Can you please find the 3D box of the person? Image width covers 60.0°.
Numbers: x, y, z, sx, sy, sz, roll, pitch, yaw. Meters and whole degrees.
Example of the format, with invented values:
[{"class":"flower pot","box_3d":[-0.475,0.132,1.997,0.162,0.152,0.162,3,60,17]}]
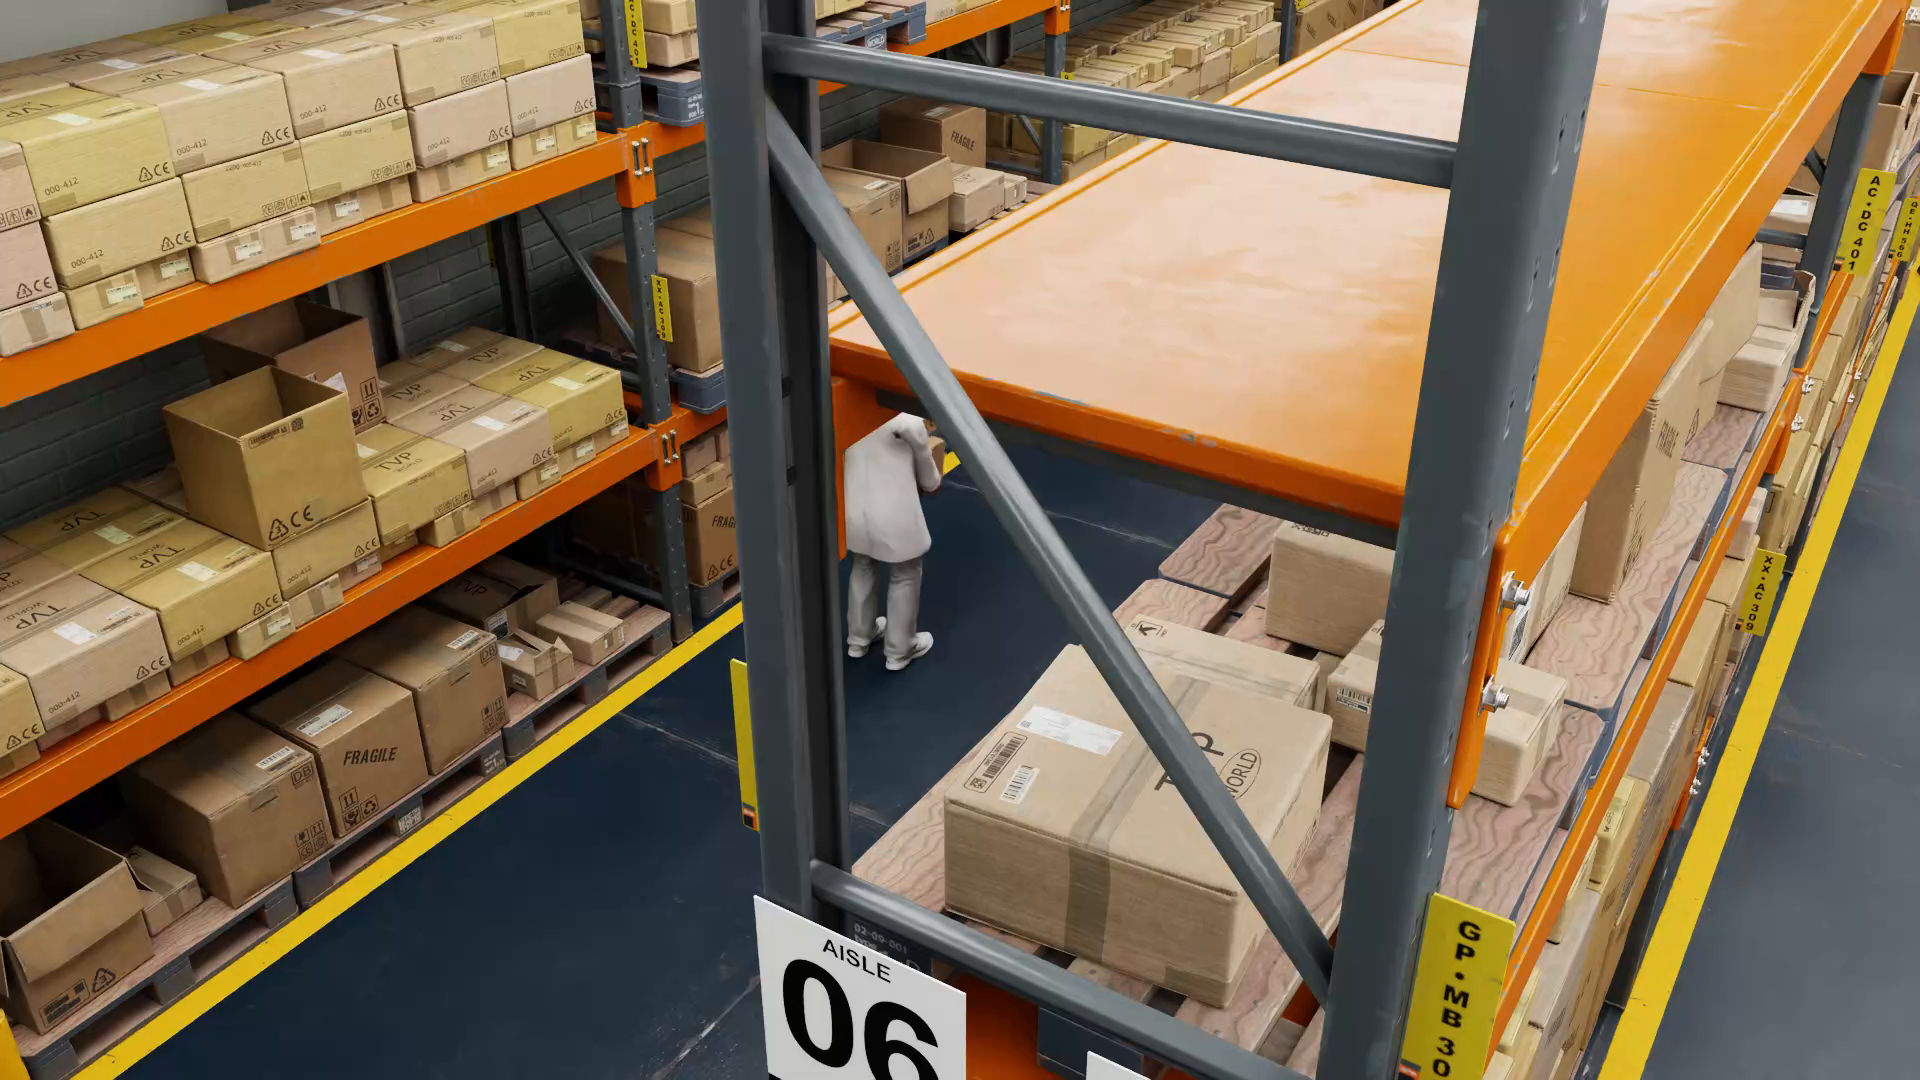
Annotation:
[{"class":"person","box_3d":[-0.345,-0.213,8.580,0.517,1.781,0.565,16,34,26]}]
